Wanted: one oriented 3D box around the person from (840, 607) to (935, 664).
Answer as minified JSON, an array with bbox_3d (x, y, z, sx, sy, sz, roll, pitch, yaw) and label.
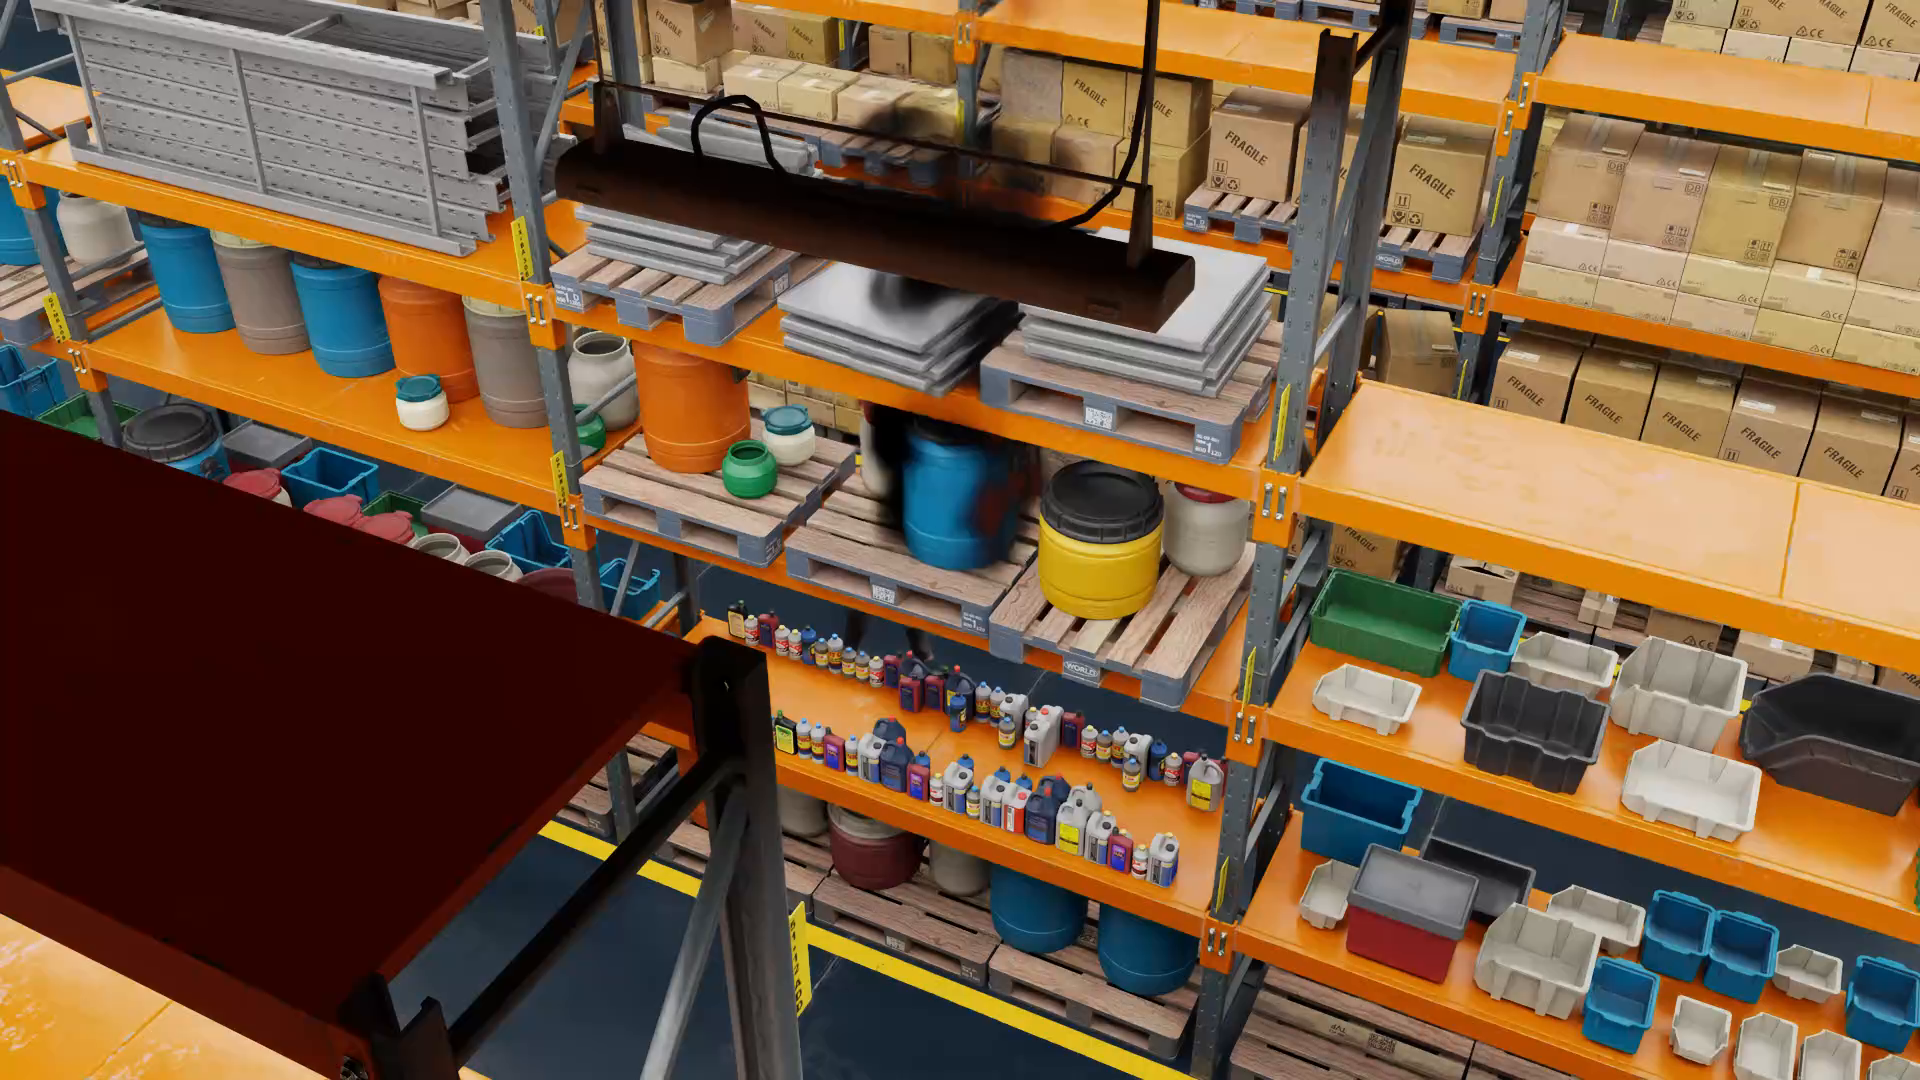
[{"bbox_3d":[-0.590,0.217,11.586,0.842,1.708,0.575,15,38,20],"label":"person"}]
